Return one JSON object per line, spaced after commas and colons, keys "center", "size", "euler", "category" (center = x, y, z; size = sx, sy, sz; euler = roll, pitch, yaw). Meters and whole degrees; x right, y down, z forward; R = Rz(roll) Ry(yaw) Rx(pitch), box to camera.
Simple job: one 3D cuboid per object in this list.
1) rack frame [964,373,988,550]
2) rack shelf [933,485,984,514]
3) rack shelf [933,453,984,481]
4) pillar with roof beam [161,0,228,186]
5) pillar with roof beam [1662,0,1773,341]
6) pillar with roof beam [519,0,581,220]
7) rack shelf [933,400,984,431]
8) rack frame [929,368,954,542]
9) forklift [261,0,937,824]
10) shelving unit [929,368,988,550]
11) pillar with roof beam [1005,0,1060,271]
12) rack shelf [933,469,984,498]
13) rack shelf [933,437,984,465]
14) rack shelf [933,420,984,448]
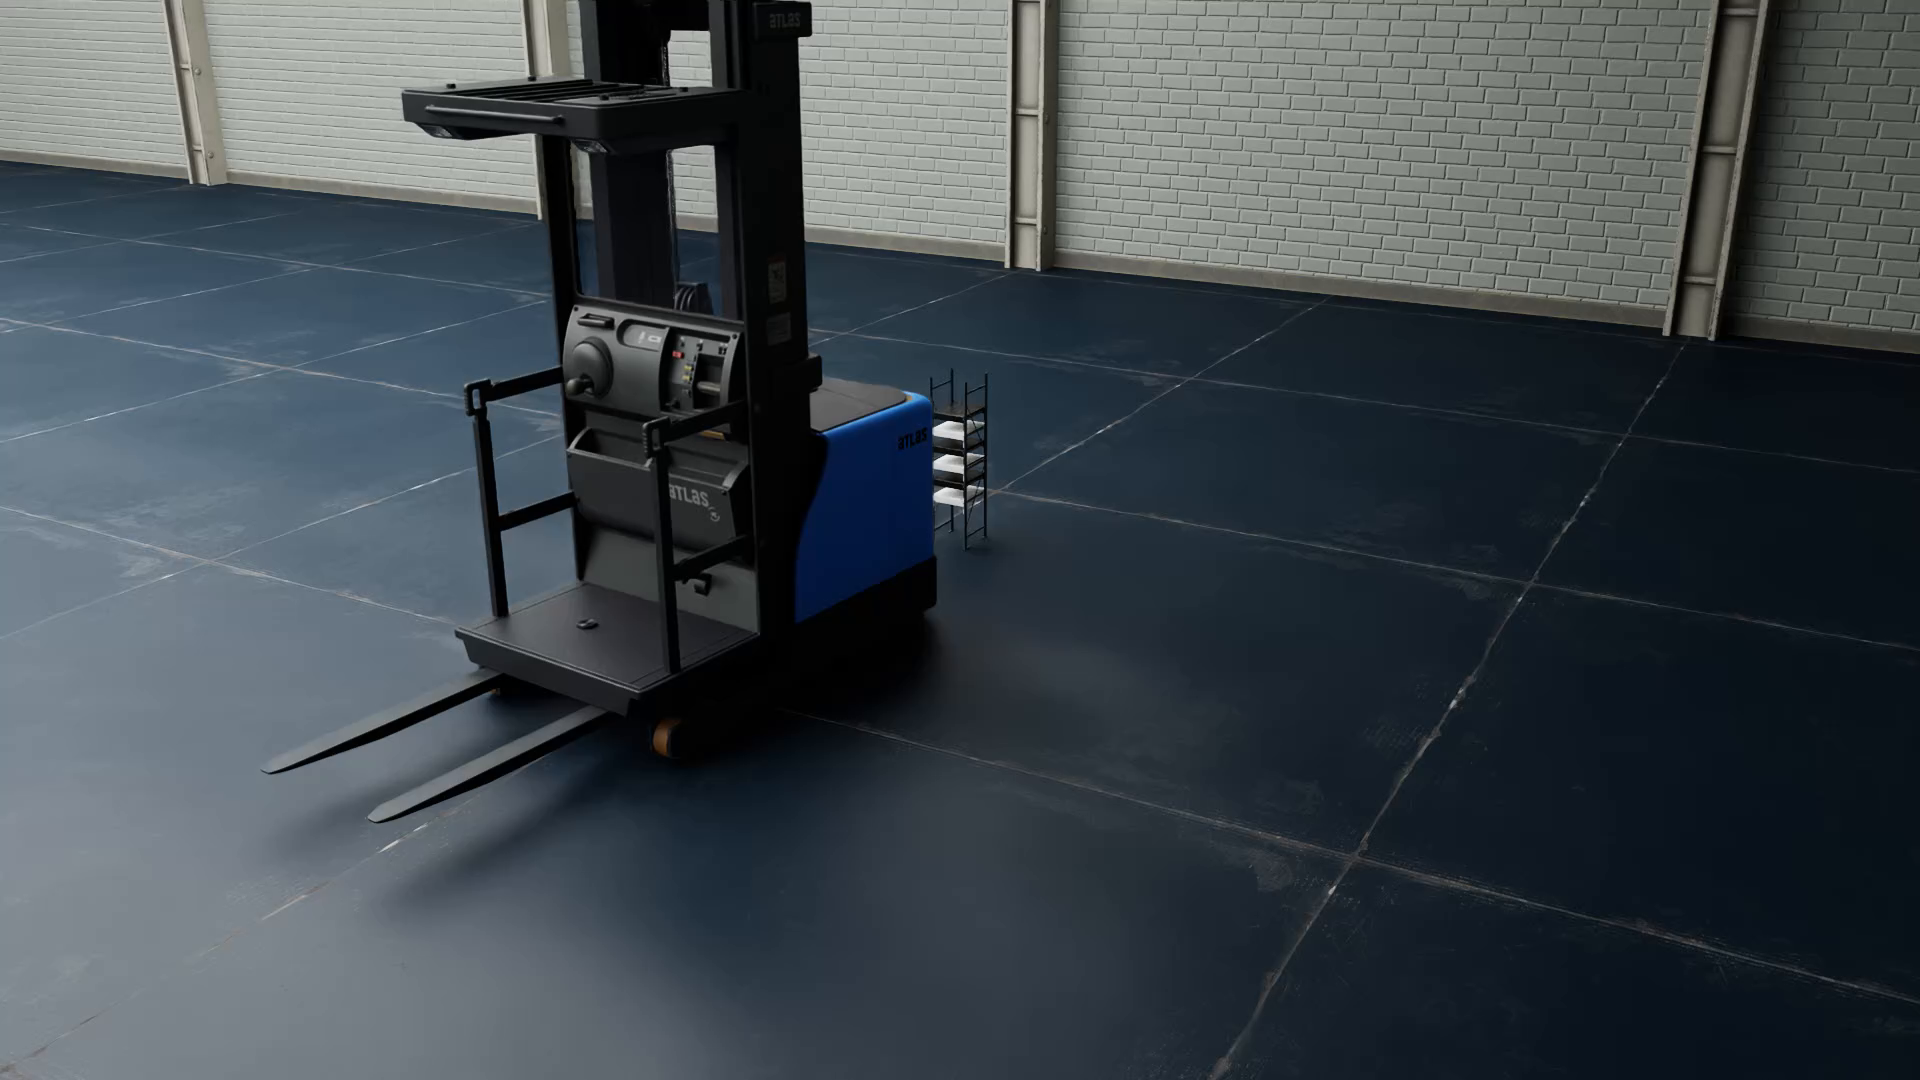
{"center": [0.082, -0.407, 8.669], "size": [0.006, 0.900, 0.240], "euler": [11, 23, 27], "category": "rack frame"}
{"center": [-0.007, -0.224, 8.788], "size": [0.200, 0.077, 0.258], "euler": [11, 23, 27], "category": "rack shelf"}
{"center": [-0.007, -0.393, 8.727], "size": [0.200, 0.077, 0.258], "euler": [11, 23, 27], "category": "rack shelf"}
{"center": [-11.896, -7.608, 16.643], "size": [0.400, 9.000, 9.100], "euler": [11, 23, 27], "category": "pillar with roof beam"}
{"center": [3.819, -4.615, 8.391], "size": [0.400, 9.000, 9.100], "euler": [11, 23, 27], "category": "pillar with roof beam"}
{"center": [-6.658, -6.610, 13.892], "size": [0.400, 9.000, 9.100], "euler": [11, 23, 27], "category": "pillar with roof beam"}
{"center": [-0.007, -0.647, 8.635], "size": [0.200, 0.077, 0.258], "euler": [11, 23, 27], "category": "rack shelf"}
{"center": [-0.096, -0.441, 8.762], "size": [0.006, 0.900, 0.240], "euler": [11, 23, 27], "category": "rack frame"}
{"center": [-1.365, -0.706, 6.513], "size": [1.130, 2.935, 3.031], "euler": [13, 24, 33], "category": "forklift"}
{"center": [-0.007, -0.424, 8.715], "size": [0.210, 0.900, 0.258], "euler": [11, 23, 27], "category": "shelving unit"}
{"center": [-1.419, -5.613, 11.141], "size": [0.400, 9.000, 9.100], "euler": [11, 23, 27], "category": "pillar with roof beam"}
{"center": [-0.007, -0.308, 8.757], "size": [0.200, 0.077, 0.258], "euler": [11, 23, 27], "category": "rack shelf"}
{"center": [-0.007, -0.478, 8.696], "size": [0.200, 0.077, 0.258], "euler": [11, 23, 27], "category": "rack shelf"}
{"center": [-0.007, -0.562, 8.665], "size": [0.200, 0.077, 0.258], "euler": [11, 23, 27], "category": "rack shelf"}
